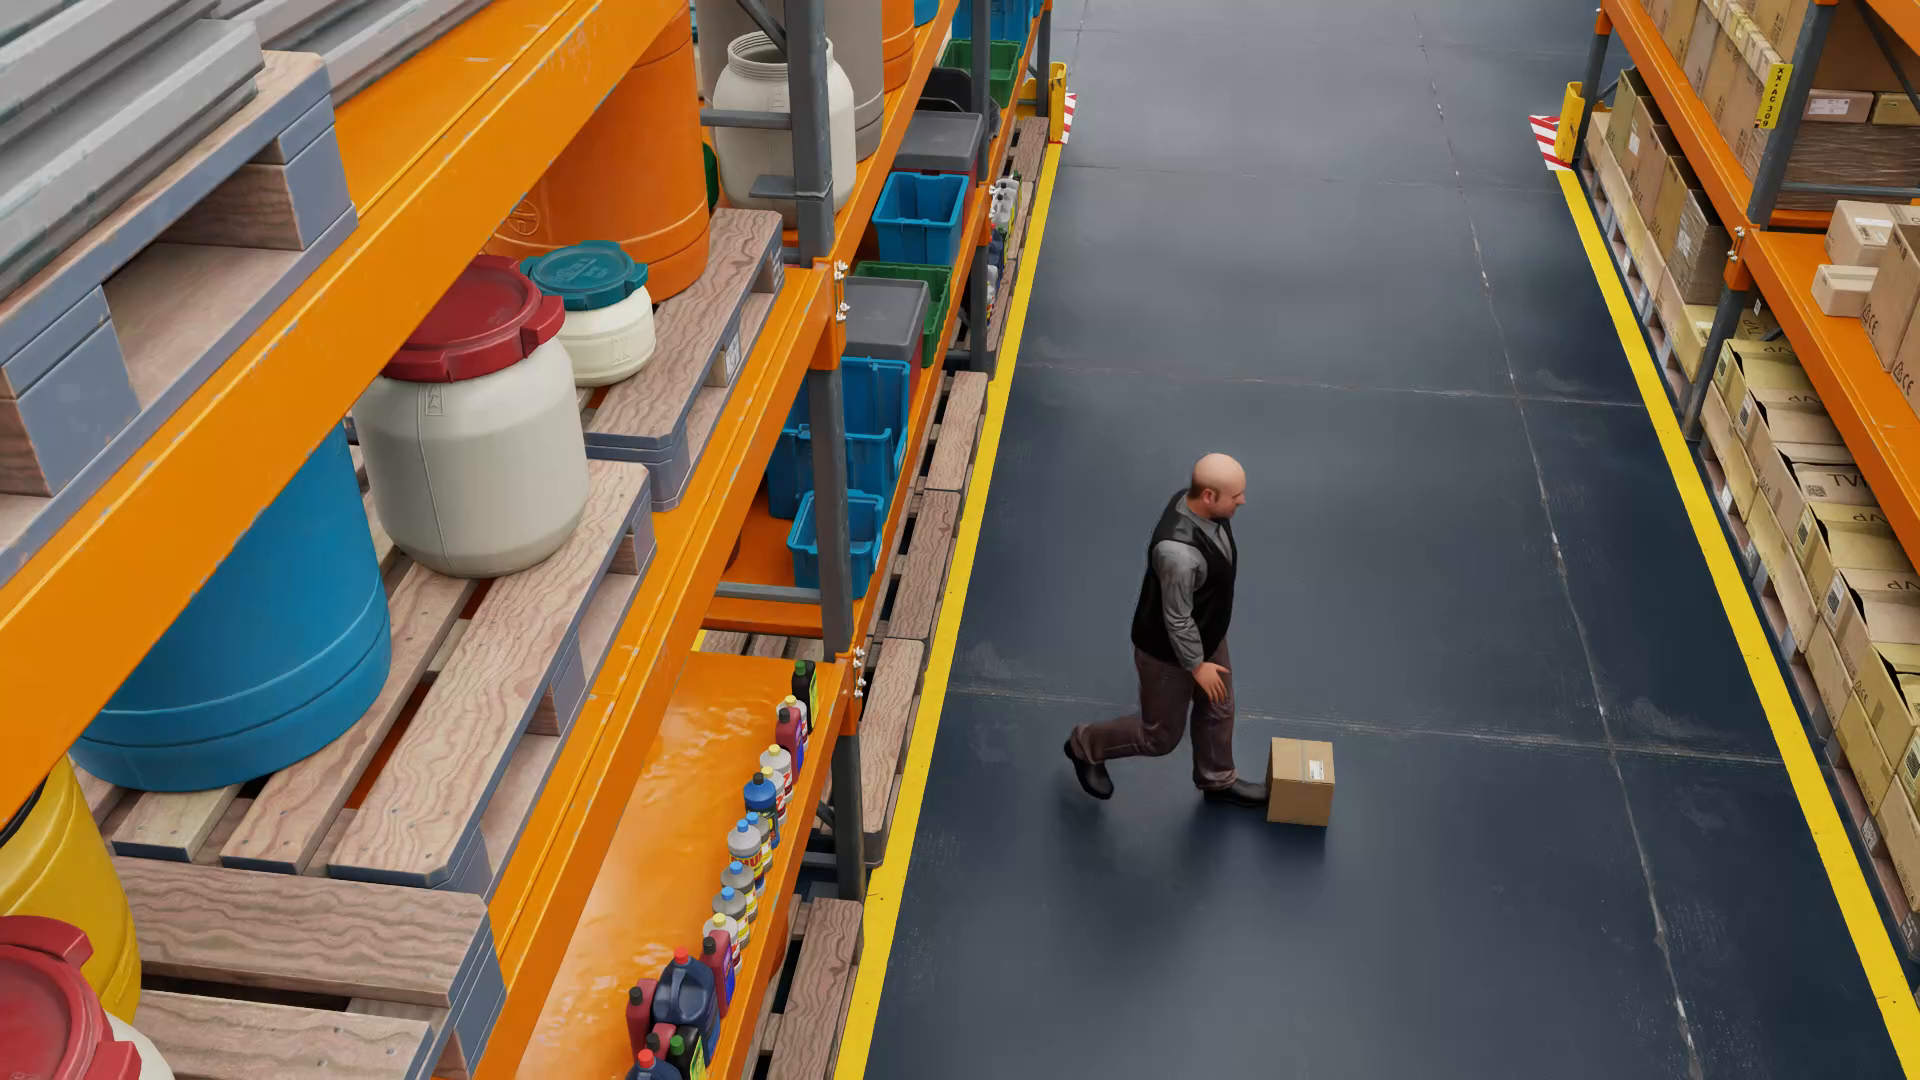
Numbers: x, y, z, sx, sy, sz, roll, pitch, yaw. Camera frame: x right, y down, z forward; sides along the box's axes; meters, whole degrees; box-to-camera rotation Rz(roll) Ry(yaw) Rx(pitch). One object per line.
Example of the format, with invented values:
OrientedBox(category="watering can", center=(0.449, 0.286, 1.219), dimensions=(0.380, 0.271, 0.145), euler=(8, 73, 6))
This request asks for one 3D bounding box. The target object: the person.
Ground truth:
OrientedBox(category="person", center=(0.866, 0.390, 6.526), dimensions=(0.865, 1.706, 0.535), euler=(16, 39, 21))
